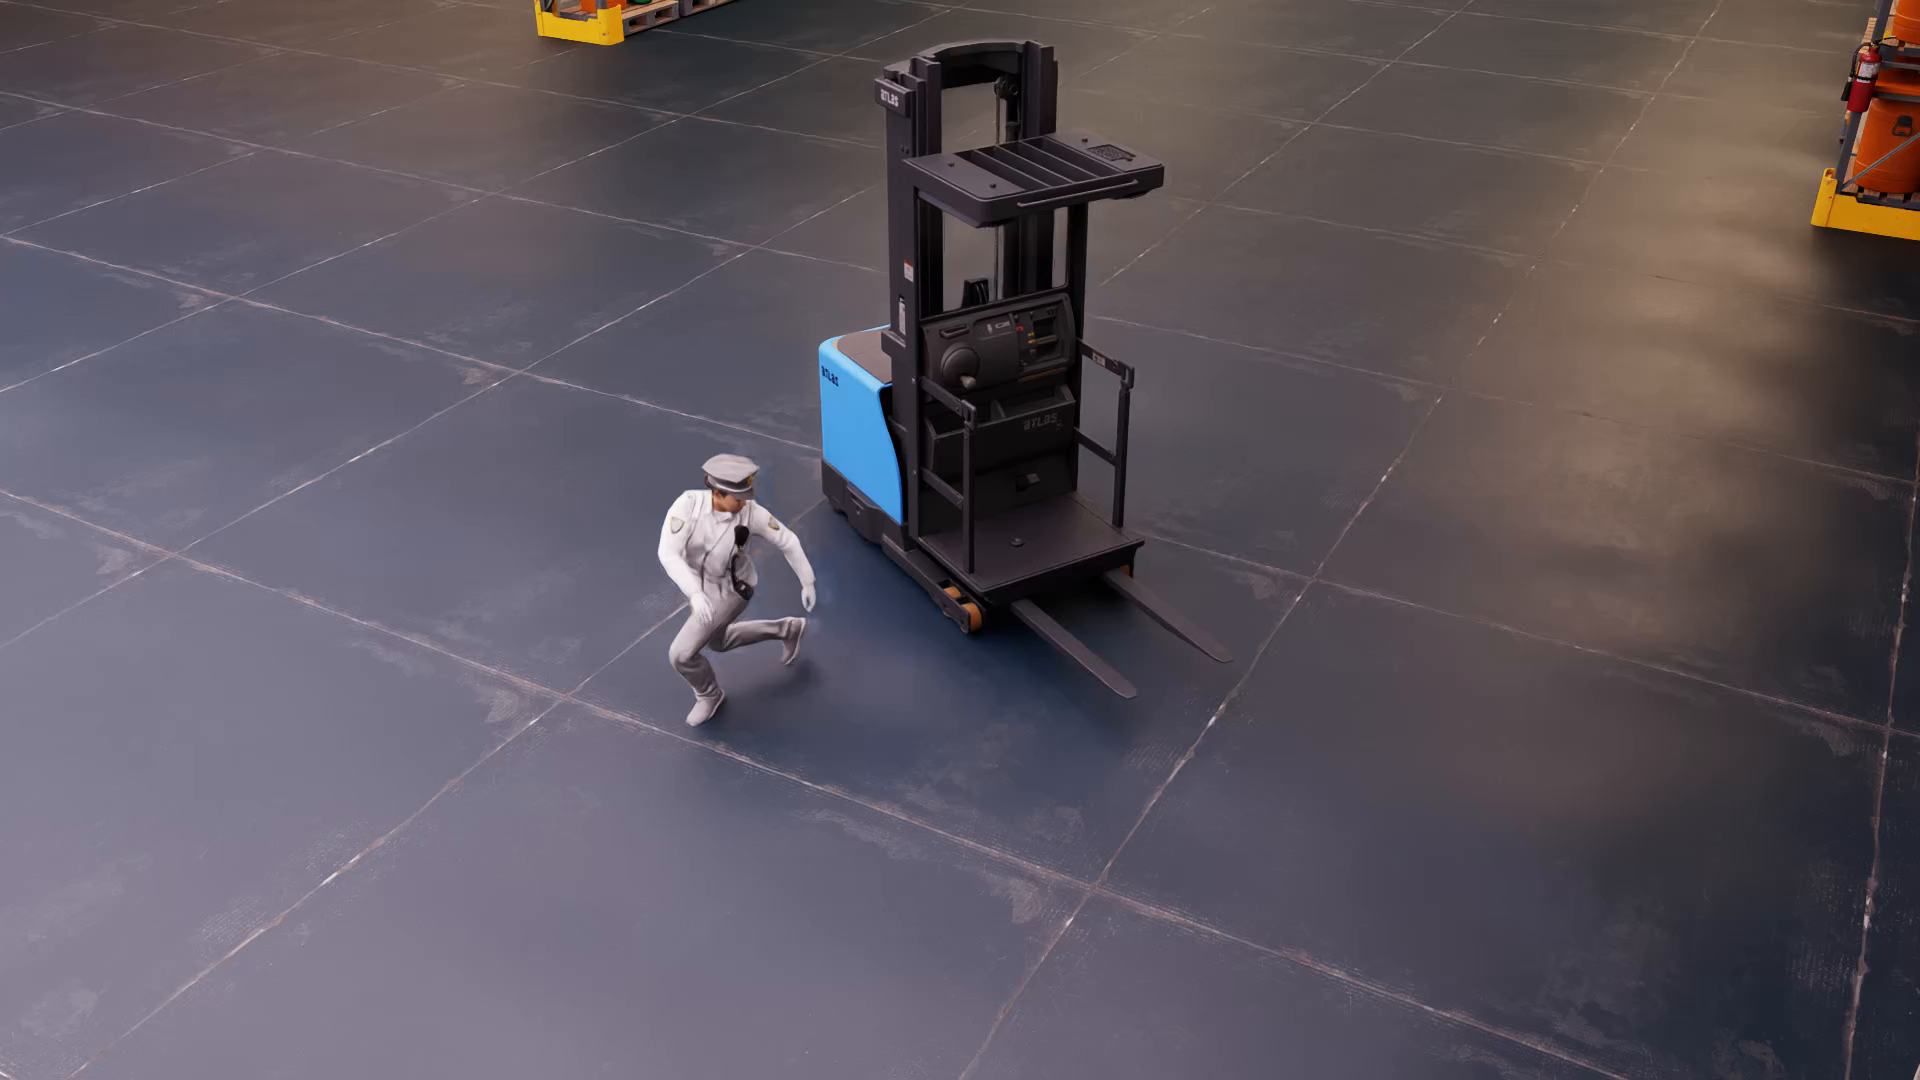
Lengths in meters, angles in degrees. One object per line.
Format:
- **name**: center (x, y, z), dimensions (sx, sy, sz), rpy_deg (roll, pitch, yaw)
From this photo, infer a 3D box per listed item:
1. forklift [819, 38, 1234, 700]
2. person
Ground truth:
- **forklift**: center (0.332, -1.026, 8.848), dimensions (1.130, 2.935, 3.031), rpy_deg (-17, 34, -27)
- **person**: center (-1.095, 0.212, 8.259), dimensions (0.580, 1.447, 0.861), rpy_deg (20, 36, 31)
